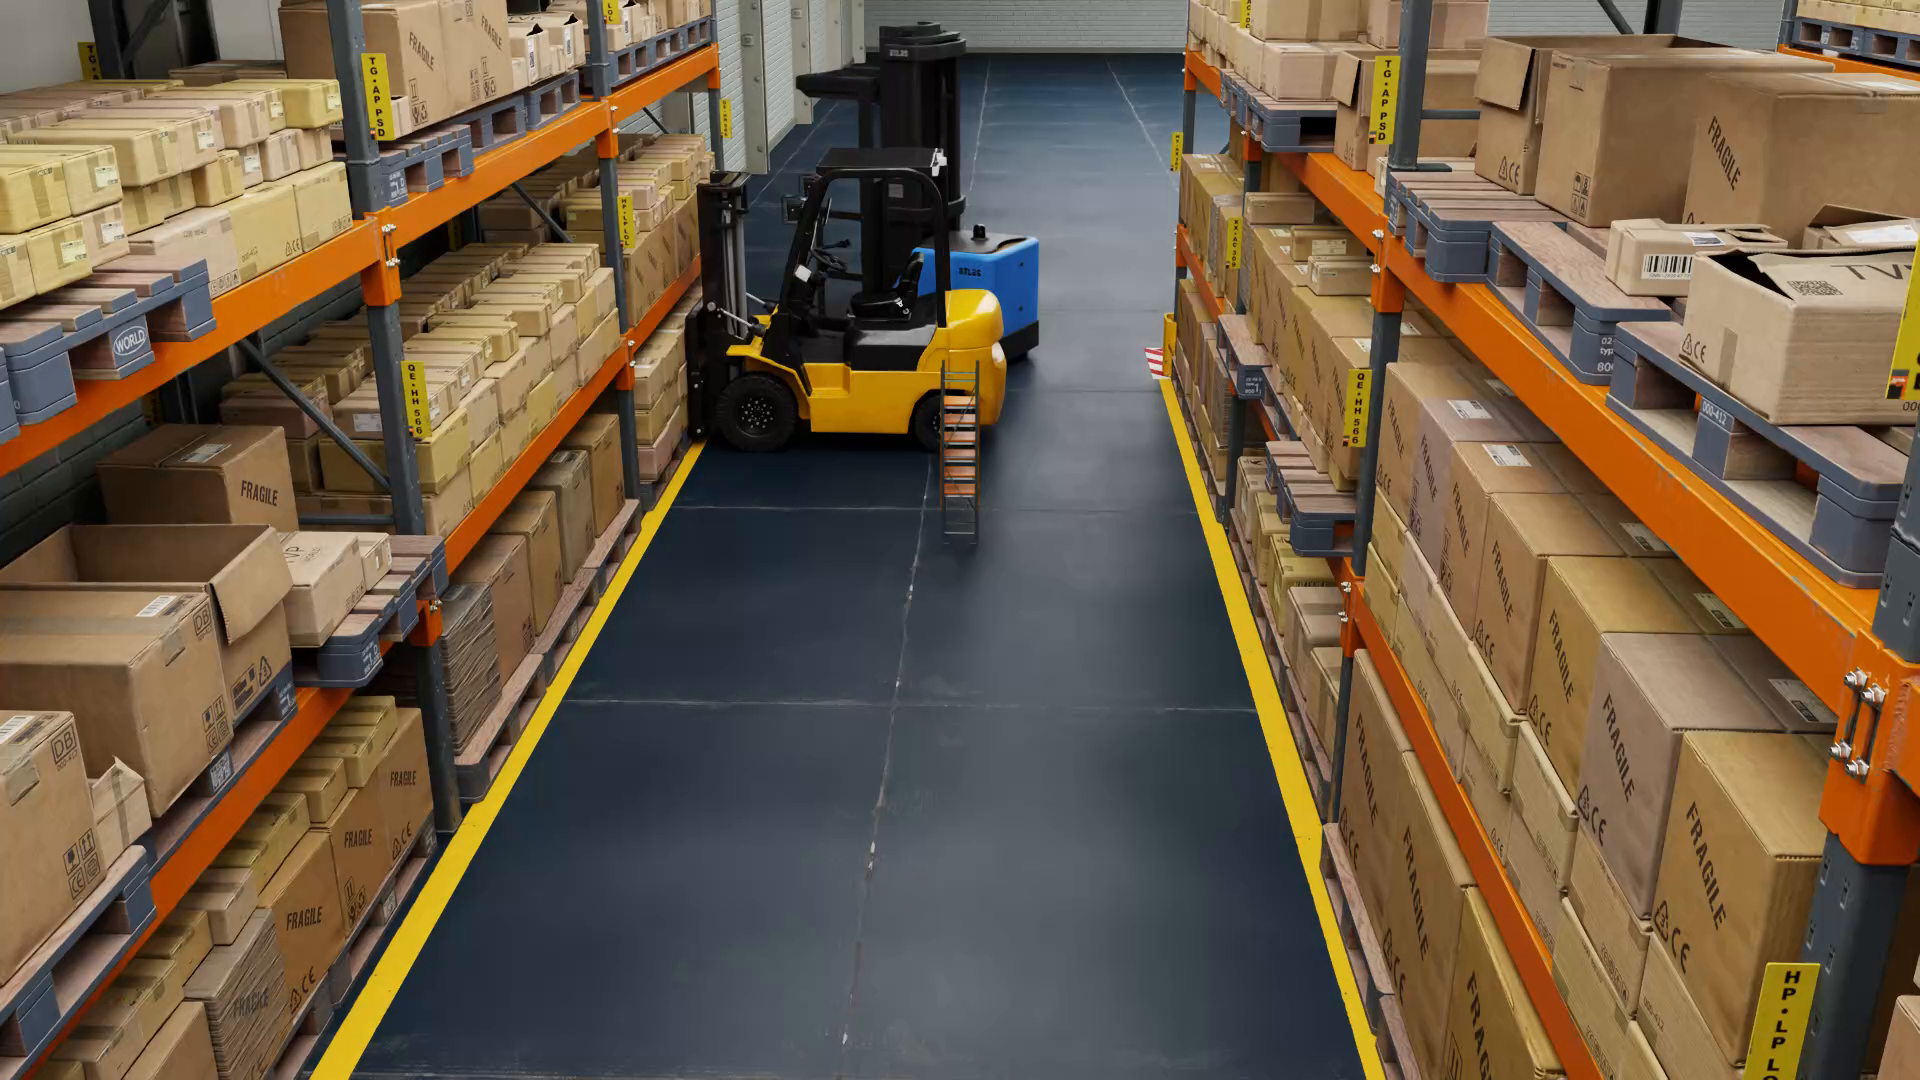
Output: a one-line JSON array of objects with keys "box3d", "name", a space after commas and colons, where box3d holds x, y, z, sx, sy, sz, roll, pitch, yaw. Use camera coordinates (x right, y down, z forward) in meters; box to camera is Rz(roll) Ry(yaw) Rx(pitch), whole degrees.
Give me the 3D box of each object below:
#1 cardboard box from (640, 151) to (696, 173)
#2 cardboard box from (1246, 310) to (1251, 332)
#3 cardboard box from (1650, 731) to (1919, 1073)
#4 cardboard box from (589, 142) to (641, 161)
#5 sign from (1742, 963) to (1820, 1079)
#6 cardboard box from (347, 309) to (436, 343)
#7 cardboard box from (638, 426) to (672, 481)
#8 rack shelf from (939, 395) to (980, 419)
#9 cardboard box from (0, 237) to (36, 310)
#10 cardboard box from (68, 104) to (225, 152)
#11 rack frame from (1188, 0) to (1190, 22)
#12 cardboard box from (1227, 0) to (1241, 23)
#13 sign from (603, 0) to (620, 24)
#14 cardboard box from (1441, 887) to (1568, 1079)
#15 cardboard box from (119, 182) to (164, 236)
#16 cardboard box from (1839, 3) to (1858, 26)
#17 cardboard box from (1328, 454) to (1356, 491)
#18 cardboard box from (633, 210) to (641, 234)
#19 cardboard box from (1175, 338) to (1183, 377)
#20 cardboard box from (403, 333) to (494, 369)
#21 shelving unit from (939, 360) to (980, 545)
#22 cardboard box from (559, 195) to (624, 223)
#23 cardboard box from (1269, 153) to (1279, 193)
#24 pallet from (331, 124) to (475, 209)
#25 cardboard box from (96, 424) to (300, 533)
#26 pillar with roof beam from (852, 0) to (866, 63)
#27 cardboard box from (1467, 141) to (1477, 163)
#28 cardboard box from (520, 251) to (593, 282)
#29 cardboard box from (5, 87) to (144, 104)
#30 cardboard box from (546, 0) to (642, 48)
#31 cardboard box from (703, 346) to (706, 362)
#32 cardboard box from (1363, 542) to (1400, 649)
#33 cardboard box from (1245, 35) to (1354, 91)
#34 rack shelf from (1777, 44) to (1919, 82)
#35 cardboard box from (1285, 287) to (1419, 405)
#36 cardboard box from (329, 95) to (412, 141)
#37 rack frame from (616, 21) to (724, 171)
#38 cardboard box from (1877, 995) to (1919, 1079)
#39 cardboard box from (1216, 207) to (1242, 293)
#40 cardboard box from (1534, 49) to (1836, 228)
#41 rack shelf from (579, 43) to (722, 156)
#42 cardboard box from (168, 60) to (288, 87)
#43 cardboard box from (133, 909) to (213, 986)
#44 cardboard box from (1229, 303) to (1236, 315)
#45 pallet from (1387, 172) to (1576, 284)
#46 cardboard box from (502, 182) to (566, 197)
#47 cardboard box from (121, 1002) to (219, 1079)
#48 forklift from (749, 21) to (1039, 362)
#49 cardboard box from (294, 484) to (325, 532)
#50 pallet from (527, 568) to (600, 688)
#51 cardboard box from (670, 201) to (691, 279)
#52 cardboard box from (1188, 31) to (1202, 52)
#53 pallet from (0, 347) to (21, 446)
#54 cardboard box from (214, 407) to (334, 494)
[{"box3d": [-2.292, -2.962, 13.069, 0.380, 0.149, 0.250, 1, 21, 3], "name": "cardboard box"}, {"box3d": [1.952, -1.358, 10.148, 0.380, 0.149, 0.250, 1, 21, 2], "name": "cardboard box"}, {"box3d": [1.804, 0.740, 3.454, 0.500, 0.500, 0.500, 1, 21, 3], "name": "cardboard box"}, {"box3d": [-2.815, -3.154, 13.564, 0.380, 0.149, 0.250, 1, 21, 3], "name": "cardboard box"}, {"box3d": [1.498, 0.912, 3.041, 0.100, 0.325, 0.005, 1, 21, 2], "name": "sign"}, {"box3d": [-2.964, -1.106, 8.699, 0.380, 0.149, 0.250, 1, 21, 3], "name": "cardboard box"}, {"box3d": [-2.331, -0.614, 11.684, 0.500, 0.250, 0.500, 1, 21, 2], "name": "cardboard box"}, {"box3d": [0.000, -0.859, 10.711, 0.258, 0.103, 0.180, 1, 21, 2], "name": "rack shelf"}, {"box3d": [-2.485, -0.633, 3.995, 0.380, 0.149, 0.250, 0, 21, 1], "name": "cardboard box"}, {"box3d": [-2.634, -1.326, 5.397, 0.380, 0.149, 0.250, 0, 21, 1], "name": "cardboard box"}, {"box3d": [2.406, -5.718, 13.327, 1.000, 3.000, 0.127, 1, 21, 2], "name": "rack frame"}, {"box3d": [1.981, -3.528, 11.074, 0.380, 0.149, 0.250, 1, 21, 3], "name": "cardboard box"}, {"box3d": [-2.134, -3.312, 10.122, 0.100, 0.325, 0.005, 1, 21, 2], "name": "sign"}, {"box3d": [2.000, 1.660, 4.960, 0.875, 0.875, 0.875, 1, 21, 3], "name": "cardboard box"}, {"box3d": [-2.634, -1.001, 4.971, 0.380, 0.149, 0.250, 1, 21, 3], "name": "cardboard box"}, {"box3d": [7.004, -4.032, 12.757, 0.380, 0.149, 0.250, 1, 21, 2], "name": "cardboard box"}, {"box3d": [1.873, -0.326, 7.490, 0.380, 0.149, 0.250, 1, 21, 2], "name": "cardboard box"}, {"box3d": [-2.418, -2.178, 11.461, 0.380, 0.149, 0.250, 1, 21, 2], "name": "cardboard box"}, {"box3d": [2.105, -1.547, 14.089, 0.500, 0.250, 0.500, 0, 21, 1], "name": "cardboard box"}, {"box3d": [-2.532, -0.919, 8.215, 0.380, 0.149, 0.250, 1, 21, 2], "name": "cardboard box"}, {"box3d": [0.000, -0.565, 10.825, 0.258, 1.200, 0.189, 1, 21, 2], "name": "shelving unit"}, {"box3d": [-2.471, -2.224, 11.168, 0.380, 0.149, 0.250, 1, 21, 2], "name": "cardboard box"}, {"box3d": [2.594, -2.649, 11.778, 0.700, 0.500, 0.500, 0, 21, 0], "name": "cardboard box"}, {"box3d": [-2.867, -1.639, 7.221, 1.213, 0.211, 1.003, 2, 21, 4], "name": "pallet"}, {"box3d": [-2.971, -0.140, 6.525, 0.500, 0.500, 0.500, 2, 21, 4], "name": "cardboard box"}, {"box3d": [1.738, -16.329, 40.674, 9.100, 9.000, 0.400, 1, 21, 2], "name": "pillar with roof beam"}, {"box3d": [2.350, -1.569, 6.965, 0.396, 0.266, 0.258, 1, 21, 2], "name": "cardboard box"}, {"box3d": [-2.455, -1.658, 10.120, 0.380, 0.149, 0.250, 0, 21, 1], "name": "cardboard box"}, {"box3d": [-3.123, -1.514, 5.882, 0.380, 0.149, 0.250, 1, 21, 2], "name": "cardboard box"}, {"box3d": [-2.408, -3.426, 10.969, 0.500, 0.311, 0.500, 1, 21, 3], "name": "cardboard box"}, {"box3d": [-2.278, -1.574, 13.469, 0.500, 0.250, 0.500, 0, 21, 0], "name": "cardboard box"}, {"box3d": [1.896, 0.215, 6.535, 0.500, 0.250, 0.500, 0, 21, 1], "name": "cardboard box"}, {"box3d": [1.852, -2.609, 9.087, 0.500, 0.250, 0.500, 0, 21, 1], "name": "cardboard box"}, {"box3d": [7.296, -3.243, 12.089, 1.077, 0.370, 4.000, 1, 21, 2], "name": "rack shelf"}, {"box3d": [1.918, -0.947, 8.193, 0.500, 0.500, 0.500, -1, 21, -2], "name": "cardboard box"}, {"box3d": [-2.485, -1.737, 6.816, 0.380, 0.166, 0.250, 1, 21, 2], "name": "cardboard box"}, {"box3d": [-2.555, -2.975, 14.549, 1.000, 3.000, 0.127, 1, 21, 2], "name": "rack frame"}, {"box3d": [1.785, 1.074, 2.594, 0.500, 0.500, 0.500, 1, 21, 2], "name": "cardboard box"}, {"box3d": [2.058, -2.010, 11.513, 0.500, 0.500, 0.500, 1, 21, 3], "name": "cardboard box"}, {"box3d": [2.323, -1.310, 5.392, 0.700, 0.500, 0.500, 0, 21, -1], "name": "cardboard box"}, {"box3d": [-2.616, -3.315, 12.273, 1.077, 0.370, 4.000, 1, 21, 2], "name": "rack shelf"}, {"box3d": [-3.033, -1.918, 7.167, 0.500, 0.250, 0.500, 1, 21, 2], "name": "cardboard box"}, {"box3d": [-2.687, 1.334, 5.423, 0.380, 0.149, 0.250, 1, 21, 2], "name": "cardboard box"}, {"box3d": [1.990, -1.478, 11.038, 0.380, 0.149, 0.250, 0, 21, 1], "name": "cardboard box"}, {"box3d": [2.196, -1.106, 5.847, 1.213, 0.211, 1.003, 2, 21, 4], "name": "pallet"}, {"box3d": [-2.981, -2.412, 11.653, 0.380, 0.149, 0.250, 0, 21, 1], "name": "cardboard box"}, {"box3d": [-2.655, 1.788, 5.149, 0.500, 0.500, 0.500, 0, 21, 0], "name": "cardboard box"}, {"box3d": [-0.815, -3.229, 15.300, 3.031, 2.935, 1.130, 11, 24, 25], "name": "forklift"}, {"box3d": [-3.041, -0.178, 7.547, 0.500, 0.250, 0.500, 0, 21, 0], "name": "cardboard box"}, {"box3d": [-2.695, 0.481, 9.499, 1.003, 0.211, 1.213, 1, 21, 2], "name": "pallet"}, {"box3d": [-2.352, -2.286, 12.635, 0.500, 0.500, 0.500, 1, 21, 2], "name": "cardboard box"}, {"box3d": [2.072, -4.086, 13.615, 0.380, 0.149, 0.250, 1, 21, 2], "name": "cardboard box"}, {"box3d": [-2.830, -0.182, 3.464, 1.213, 0.211, 1.003, 1, 21, 2], "name": "pallet"}, {"box3d": [-3.063, -0.411, 7.457, 0.500, 0.250, 0.500, 1, 21, 3], "name": "cardboard box"}]
